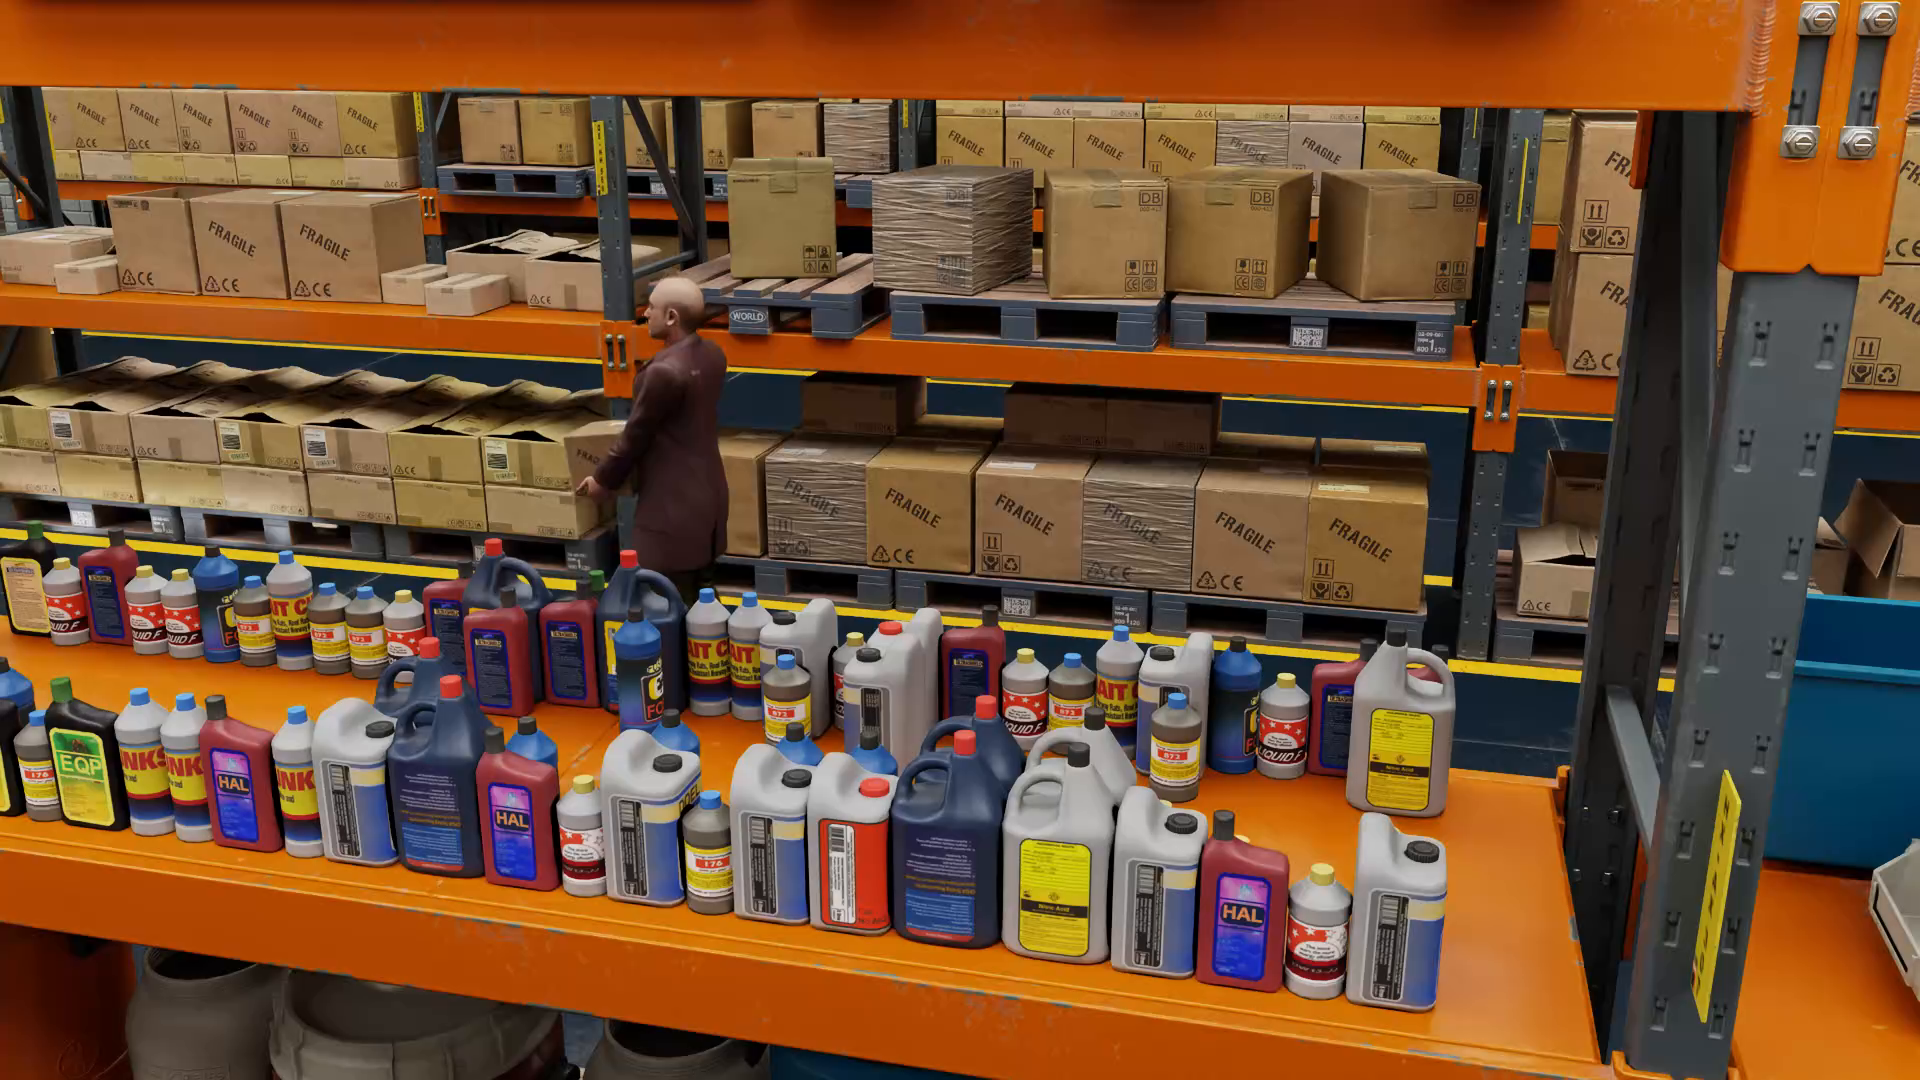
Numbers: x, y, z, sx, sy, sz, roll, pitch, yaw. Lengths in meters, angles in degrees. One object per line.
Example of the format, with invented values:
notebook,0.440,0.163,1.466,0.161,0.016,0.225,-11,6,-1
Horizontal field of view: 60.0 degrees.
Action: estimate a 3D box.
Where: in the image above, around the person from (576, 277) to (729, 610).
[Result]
person,-1.200,-0.153,6.556,0.545,1.779,0.525,4,19,13
